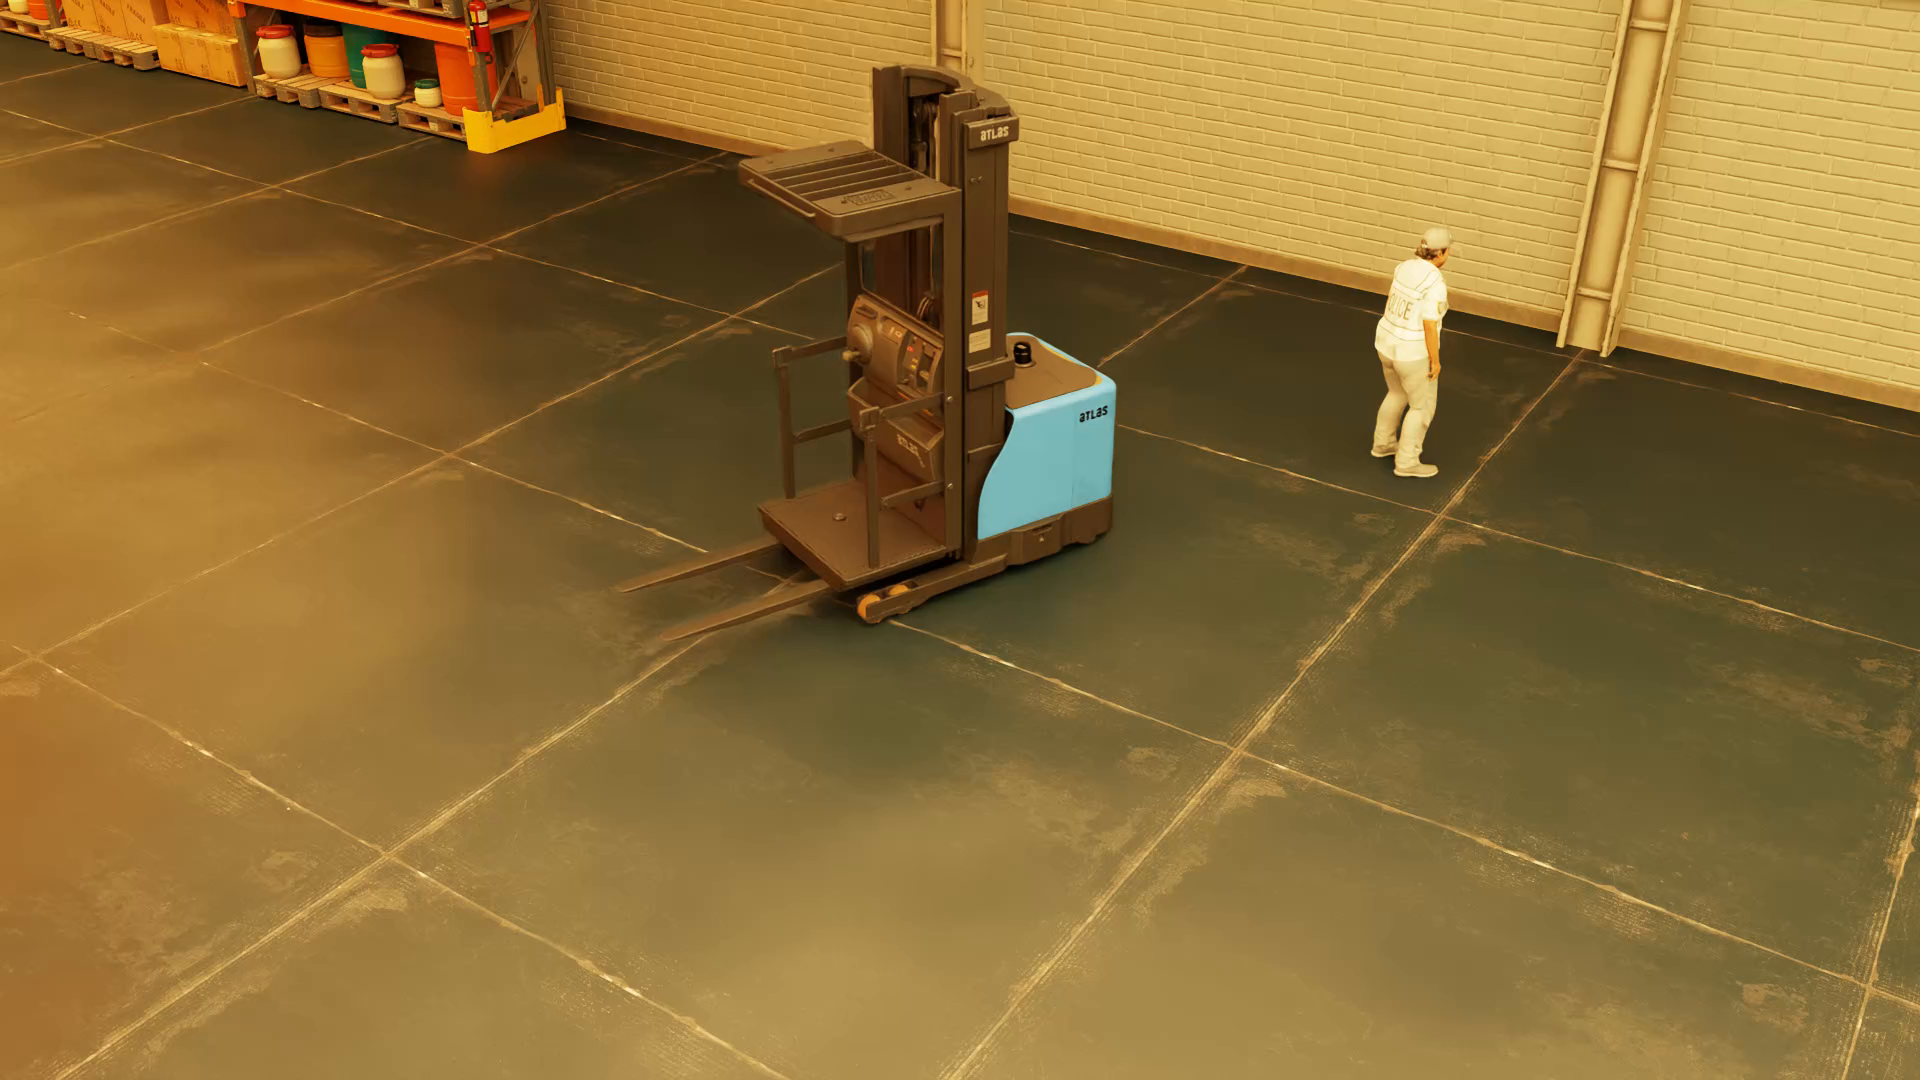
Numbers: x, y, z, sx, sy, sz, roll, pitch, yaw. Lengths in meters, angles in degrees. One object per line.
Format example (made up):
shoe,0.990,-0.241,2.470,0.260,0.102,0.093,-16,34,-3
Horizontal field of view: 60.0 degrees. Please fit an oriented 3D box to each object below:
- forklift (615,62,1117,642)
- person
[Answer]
forklift,-0.549,-1.083,9.447,3.031,2.935,1.130,-19,35,-29
person,3.011,-1.251,11.001,0.467,1.666,0.538,-10,32,-17
